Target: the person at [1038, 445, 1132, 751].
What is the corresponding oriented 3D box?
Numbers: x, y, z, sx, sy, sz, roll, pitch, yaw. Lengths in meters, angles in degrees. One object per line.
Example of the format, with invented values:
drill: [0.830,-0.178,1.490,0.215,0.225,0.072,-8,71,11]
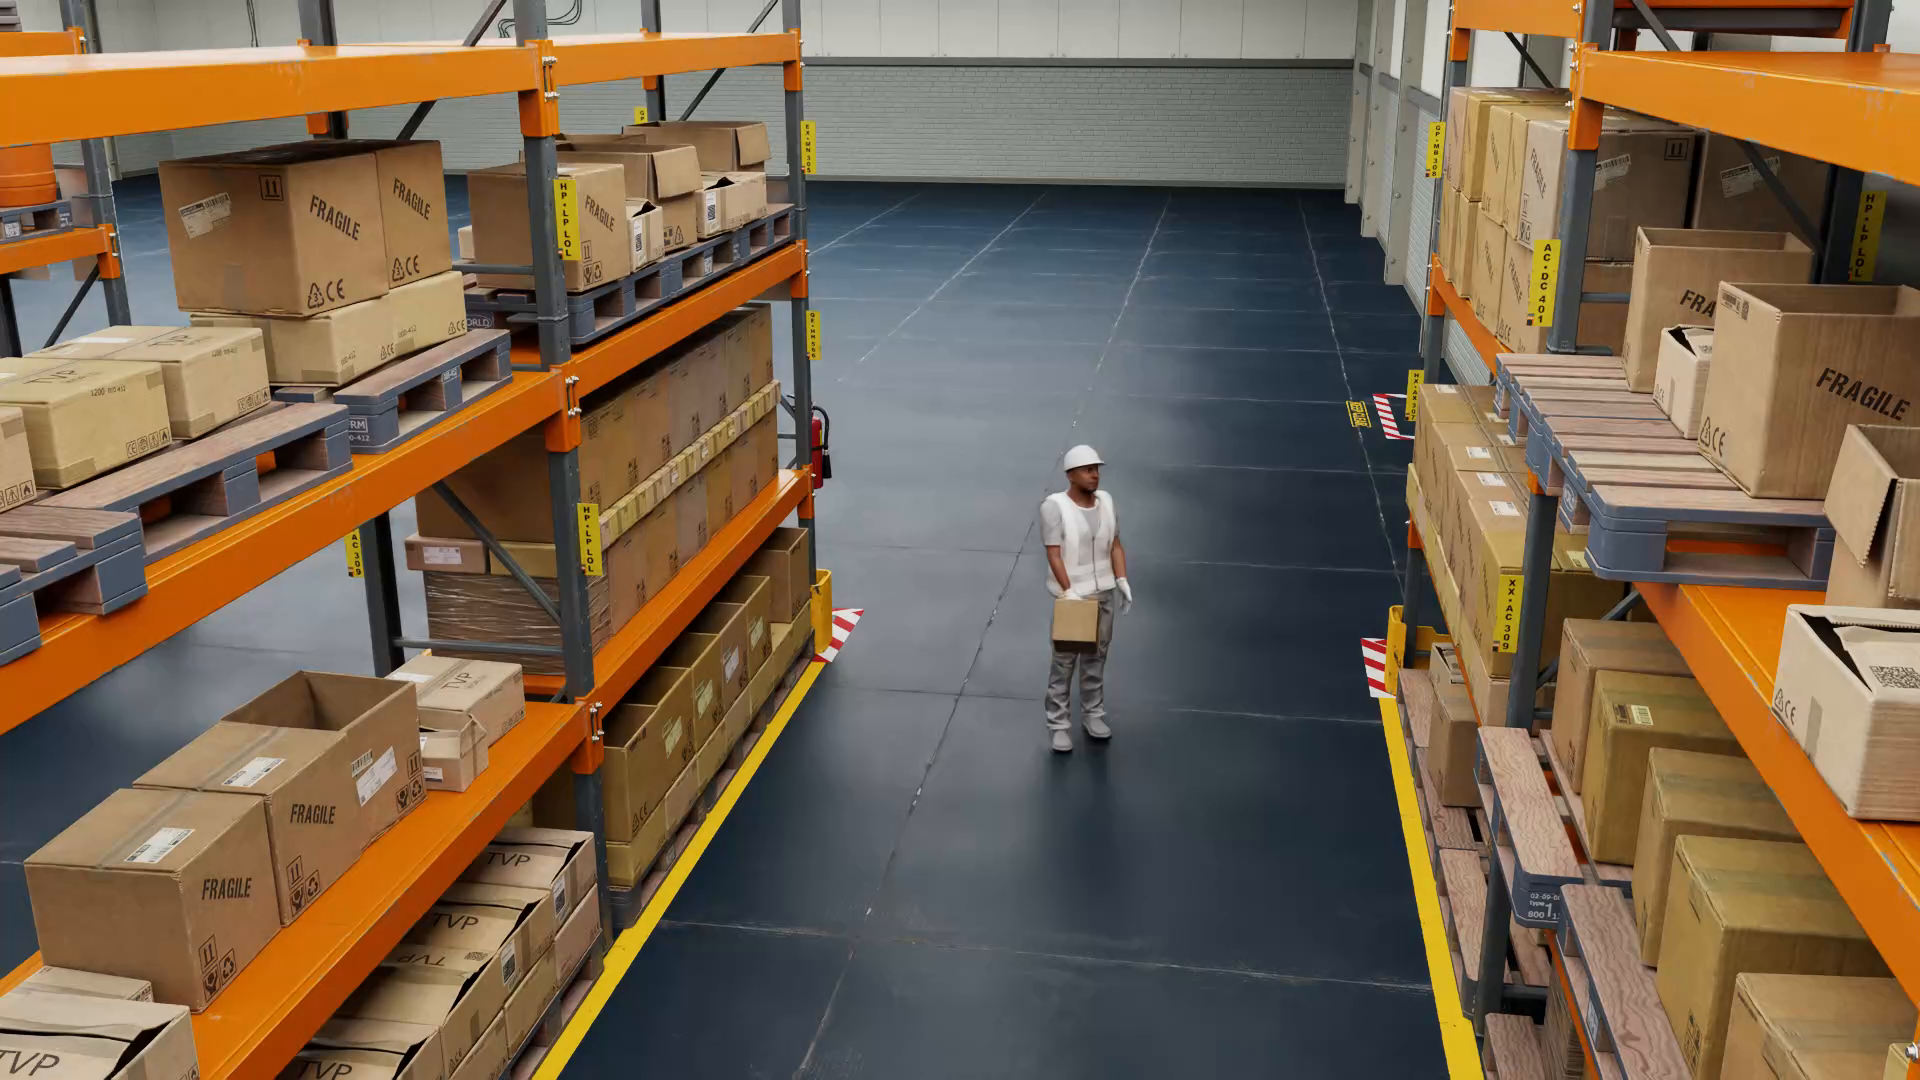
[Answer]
person: [0.738,0.334,9.932,0.585,1.792,0.499,-11,21,-31]
